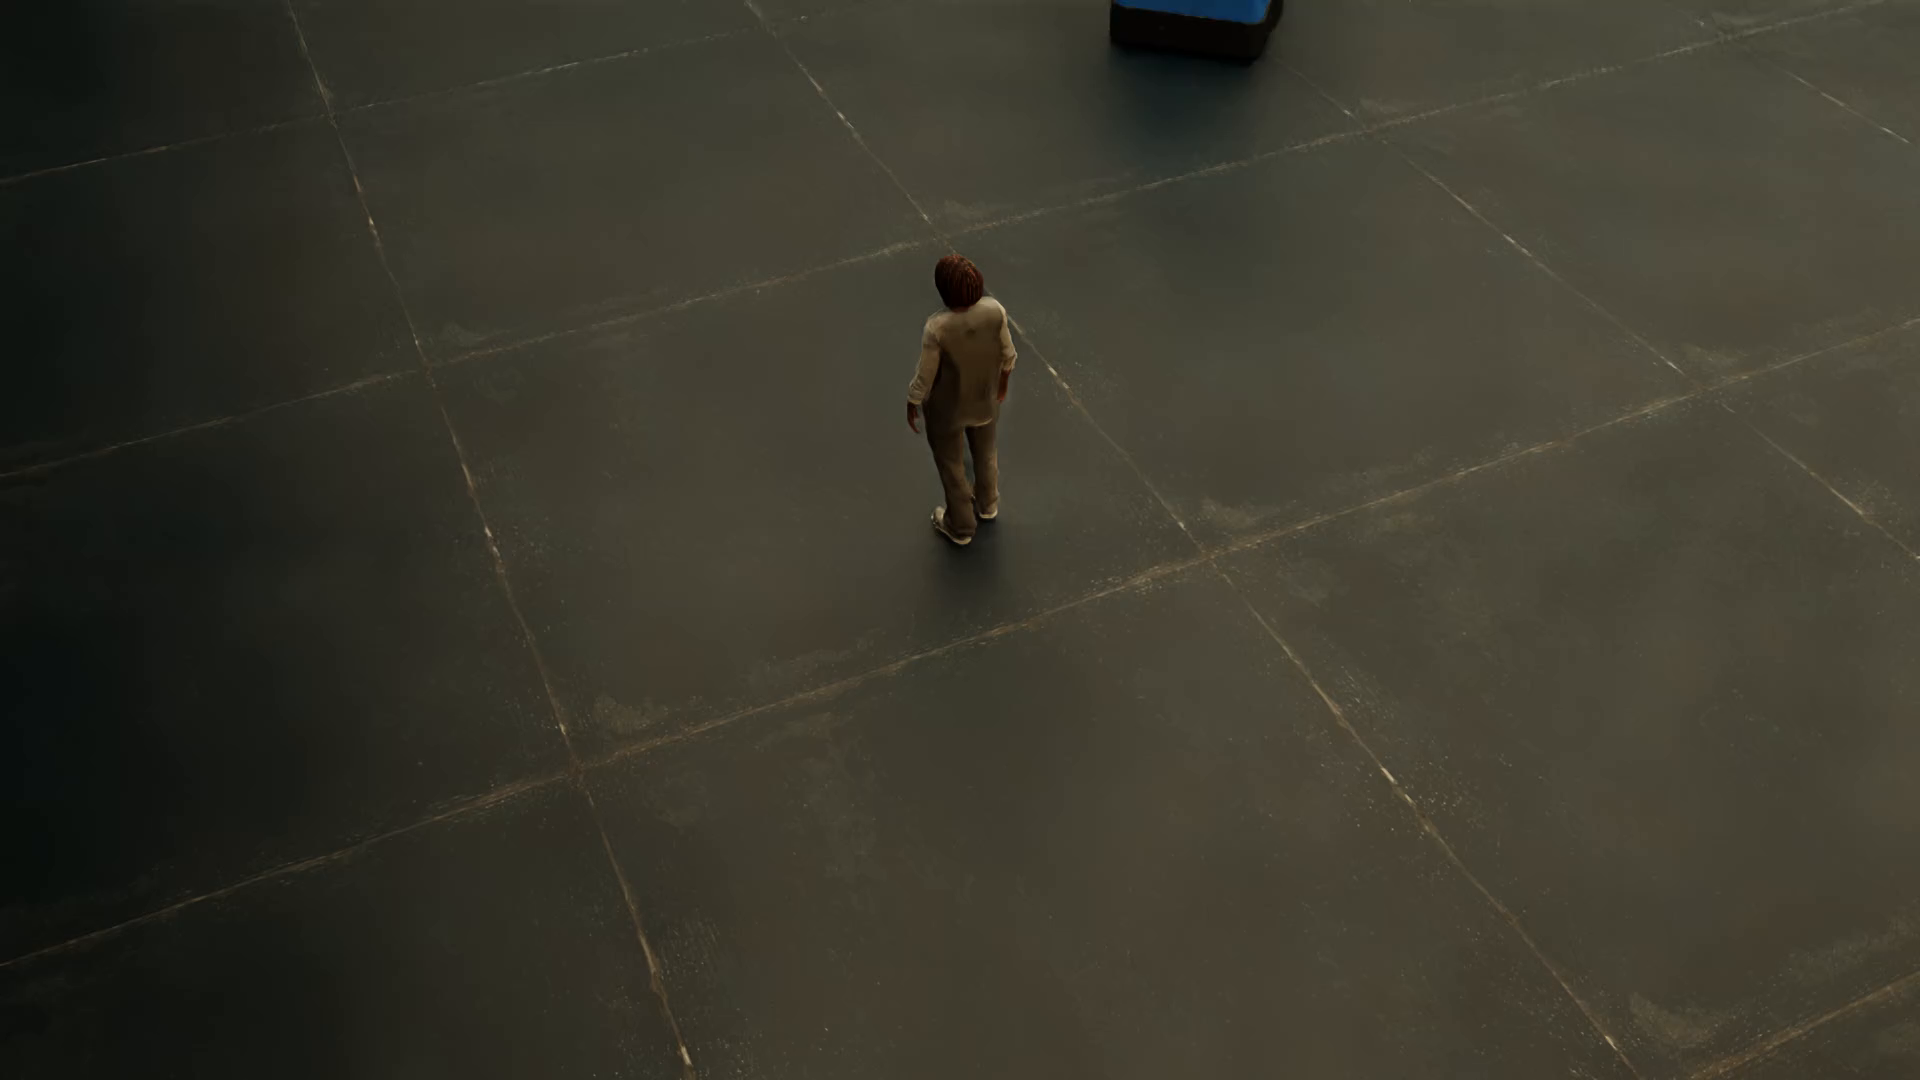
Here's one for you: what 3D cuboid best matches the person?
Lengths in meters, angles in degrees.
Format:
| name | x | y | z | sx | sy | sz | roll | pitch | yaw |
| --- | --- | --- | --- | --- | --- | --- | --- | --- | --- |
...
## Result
| name | x | y | z | sx | sy | sz | roll | pitch | yaw |
| --- | --- | --- | --- | --- | --- | --- | --- | --- | --- |
| person | -0.019 | -0.639 | 7.332 | 0.521 | 1.597 | 0.474 | -18 | 46 | -18 |

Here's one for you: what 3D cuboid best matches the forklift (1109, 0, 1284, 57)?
| name | x | y | z | sx | sy | sz | roll | pitch | yaw |
| --- | --- | --- | --- | --- | --- | --- | --- | --- | --- |
| forklift | 1.948 | -5.349 | 11.412 | 1.130 | 2.935 | 3.031 | 12 | 44 | 12 |
